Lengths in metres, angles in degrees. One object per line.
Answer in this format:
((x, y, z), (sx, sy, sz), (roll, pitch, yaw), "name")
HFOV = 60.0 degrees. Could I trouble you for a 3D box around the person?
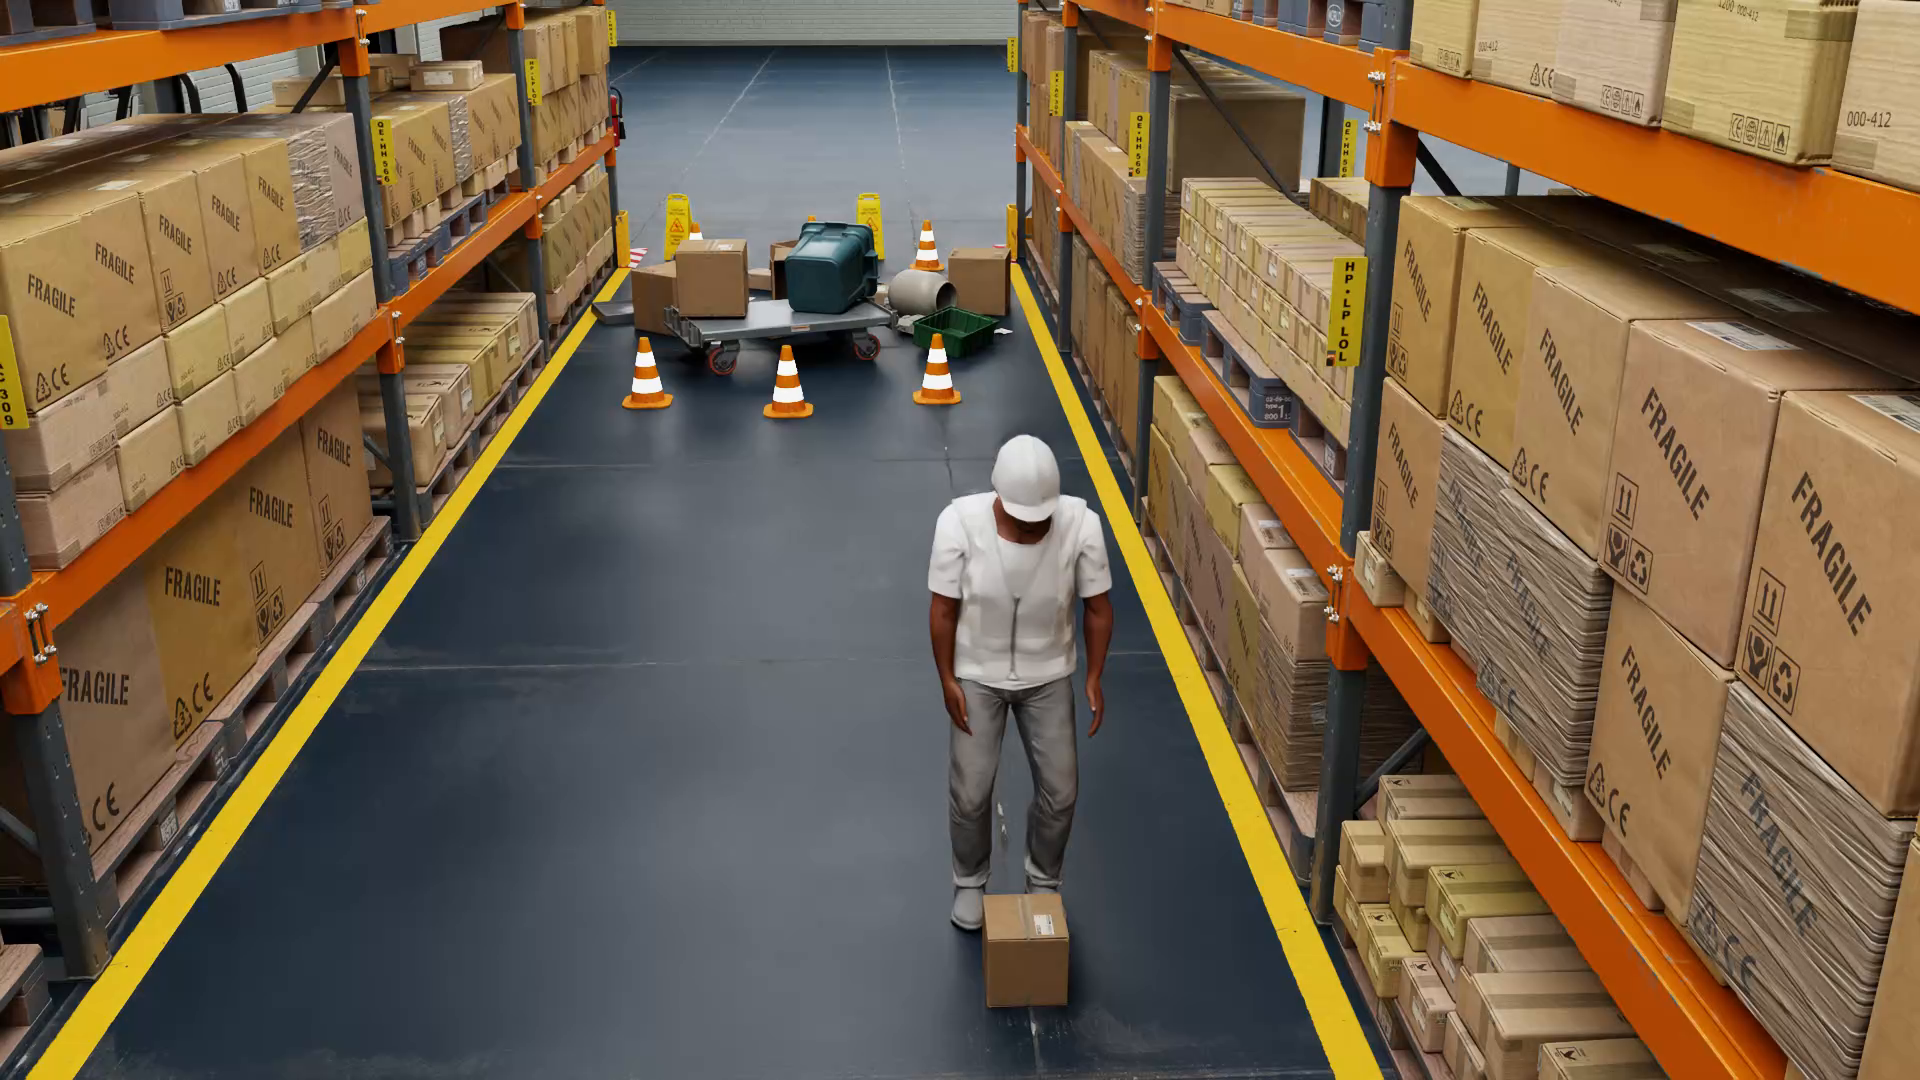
((0.195, 0.456, 5.394), (0.595, 1.707, 0.472), (-1, 20, -2), "person")
